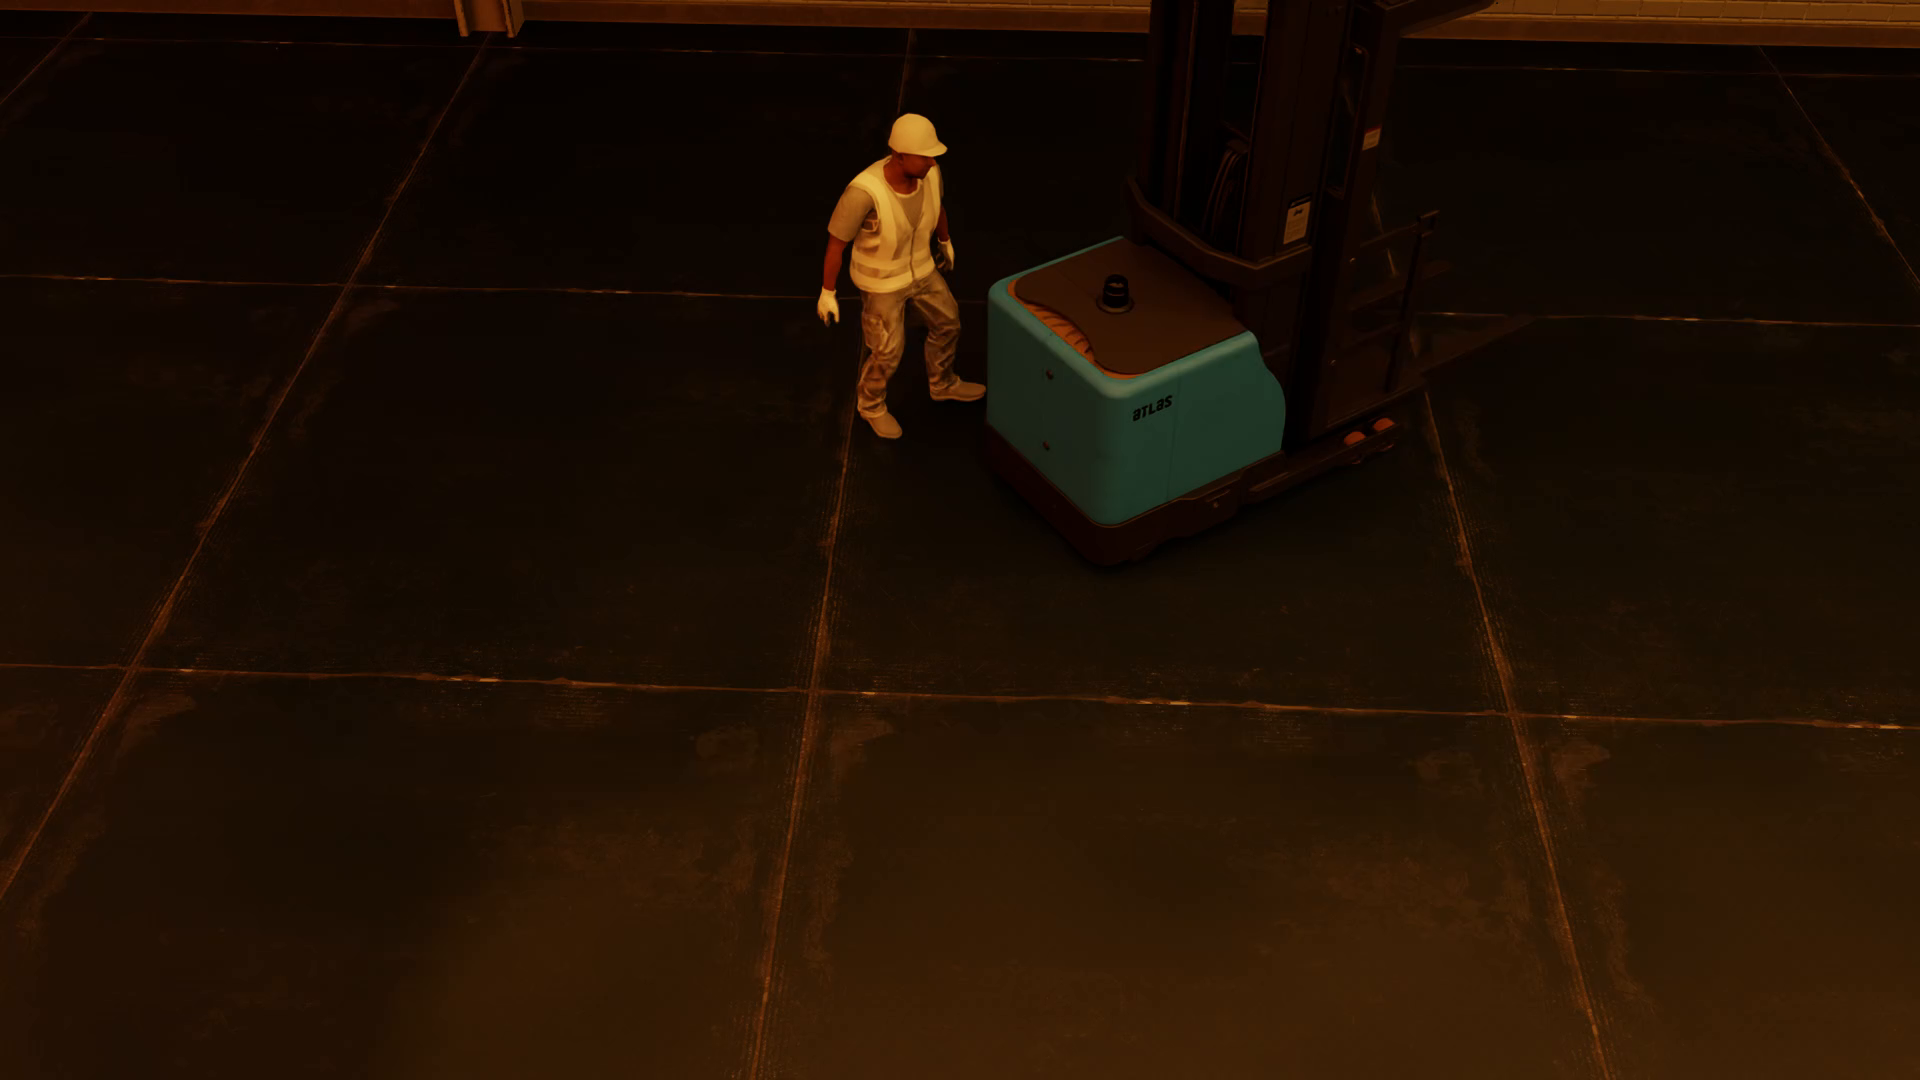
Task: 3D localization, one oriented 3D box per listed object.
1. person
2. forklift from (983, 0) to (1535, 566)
[{"bbox_3d":[-0.265,-1.264,8.011,0.882,1.746,0.440,-32,51,-30],"label":"person"},{"bbox_3d":[1.627,-1.736,7.644,3.031,2.935,1.130,-24,47,-24],"label":"forklift"}]
